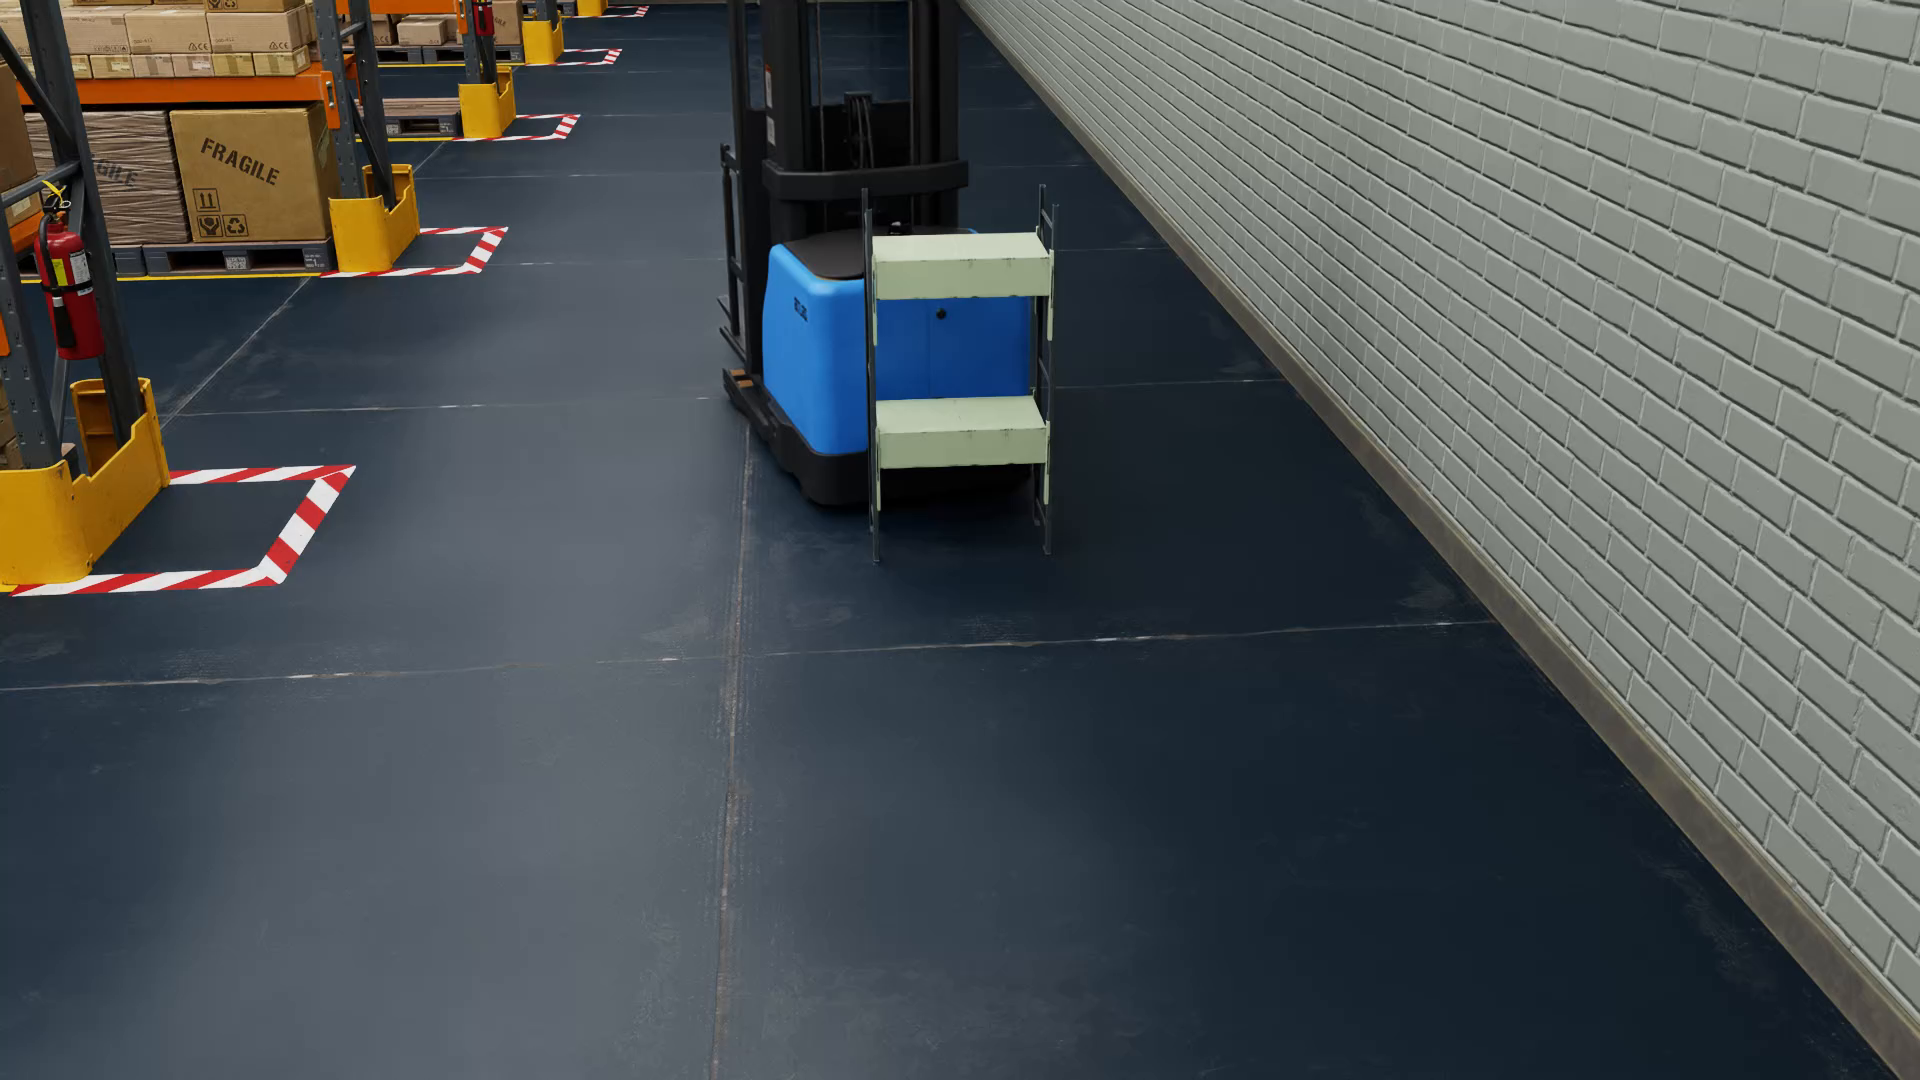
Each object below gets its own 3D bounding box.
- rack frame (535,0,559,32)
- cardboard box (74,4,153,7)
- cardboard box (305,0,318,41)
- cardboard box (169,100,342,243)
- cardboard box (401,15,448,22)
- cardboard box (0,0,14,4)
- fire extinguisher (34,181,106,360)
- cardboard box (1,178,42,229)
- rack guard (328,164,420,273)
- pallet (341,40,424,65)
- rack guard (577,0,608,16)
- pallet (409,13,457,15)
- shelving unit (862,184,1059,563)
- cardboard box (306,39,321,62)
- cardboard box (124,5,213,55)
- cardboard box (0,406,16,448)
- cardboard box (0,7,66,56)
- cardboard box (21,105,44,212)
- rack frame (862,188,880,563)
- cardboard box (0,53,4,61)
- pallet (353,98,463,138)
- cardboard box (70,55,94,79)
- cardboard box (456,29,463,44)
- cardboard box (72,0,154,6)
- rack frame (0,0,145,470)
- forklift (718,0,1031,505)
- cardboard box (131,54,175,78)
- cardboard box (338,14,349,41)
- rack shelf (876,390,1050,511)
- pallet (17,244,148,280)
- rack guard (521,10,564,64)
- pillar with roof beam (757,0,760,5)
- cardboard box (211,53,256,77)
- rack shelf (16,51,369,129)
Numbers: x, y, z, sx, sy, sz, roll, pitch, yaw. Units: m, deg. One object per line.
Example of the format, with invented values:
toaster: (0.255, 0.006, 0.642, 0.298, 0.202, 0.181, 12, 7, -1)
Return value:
rack frame: (-5.134, -7.440, 20.297, 0.127, 3.000, 1.000, -2, 24, -5)
cardboard box: (-5.685, -3.552, 11.366, 0.500, 0.250, 0.500, -3, 24, -7)
cardboard box: (-4.668, -3.594, 11.460, 0.500, 0.250, 0.500, -3, 24, -7)
cardboard box: (-4.793, -2.599, 11.504, 0.875, 0.875, 0.875, -2, 24, -5)
cardboard box: (-6.698, -6.438, 20.885, 0.500, 0.250, 0.500, -2, 24, -5)
cardboard box: (-6.709, -3.510, 11.272, 0.500, 0.250, 0.500, -2, 24, -4)
fire extinguisher: (-3.481, -1.045, 6.463, 0.183, 0.674, 0.296, -2, 24, -5)
cardboard box: (-4.132, -1.432, 7.088, 0.250, 0.149, 0.380, -2, 24, -6)
rack guard: (-4.140, -2.295, 11.798, 0.348, 0.500, 1.175, -2, 24, -5)
pallet: (-7.214, -6.083, 20.677, 1.213, 0.211, 1.003, -2, 24, -5)
rack guard: (-5.601, -8.301, 25.311, 0.348, 0.500, 1.175, -2, 24, -5)
pallet: (-7.624, -8.057, 25.118, 1.213, 0.211, 1.003, -2, 24, -5)
shelving unit: (-0.007, -0.685, 6.945, 0.755, 1.500, 0.431, -2, 24, -5)
cardboard box: (-4.550, -3.441, 11.607, 0.250, 0.149, 0.380, -2, 24, -5)
cardboard box: (-5.125, -3.357, 10.928, 0.500, 0.250, 0.500, -3, 24, -6)
cardboard box: (-4.324, -0.535, 7.388, 0.250, 0.149, 0.380, -1, 24, -3)
cardboard box: (-6.150, -3.314, 10.832, 0.500, 0.250, 0.500, -2, 24, -5)
cardboard box: (-6.585, -2.527, 11.342, 0.875, 0.875, 0.875, -2, 24, -5)
rack frame: (-0.371, -0.670, 6.912, 0.023, 1.500, 0.400, -2, 24, -5)
cardboard box: (-4.250, -2.155, 6.686, 0.500, 0.500, 0.500, -2, 24, -5)
pallet: (-5.476, -4.147, 16.320, 1.213, 0.211, 1.003, -2, 24, -5)
cardboard box: (-5.761, -3.122, 10.891, 0.250, 0.149, 0.380, -2, 24, -5)
cardboard box: (-6.063, -6.246, 20.555, 0.250, 0.166, 0.380, -2, 24, -5)
cardboard box: (-5.681, -3.893, 11.211, 0.500, 0.500, 0.500, -3, 24, -7)
rack frame: (-3.777, -1.427, 6.768, 0.127, 3.000, 1.000, -2, 24, -5)
forklift: (-0.634, -2.066, 8.289, 1.130, 2.935, 3.031, -8, 25, -18)
cardboard box: (-5.244, -3.144, 10.939, 0.250, 0.149, 0.380, -2, 24, -4)
cardboard box: (-7.829, -6.421, 20.771, 0.500, 0.311, 0.500, -2, 24, -5)
rack shelf: (-0.007, -0.387, 7.077, 0.720, 0.370, 0.431, -2, 24, -5)
pallet: (-6.164, -2.051, 11.605, 1.213, 0.211, 1.003, -2, 24, -5)
rack guard: (-5.210, -6.295, 20.798, 0.348, 0.500, 1.175, -2, 24, -5)
pillar with roof beam: (-2.600, -10.901, 20.697, 0.400, 9.000, 9.100, -2, 24, -5)
cardboard box: (-4.745, -3.163, 10.983, 0.250, 0.149, 0.380, -2, 24, -5)
rack shelf: (-6.155, -3.028, 11.254, 4.000, 0.370, 1.077, -2, 24, -5)
